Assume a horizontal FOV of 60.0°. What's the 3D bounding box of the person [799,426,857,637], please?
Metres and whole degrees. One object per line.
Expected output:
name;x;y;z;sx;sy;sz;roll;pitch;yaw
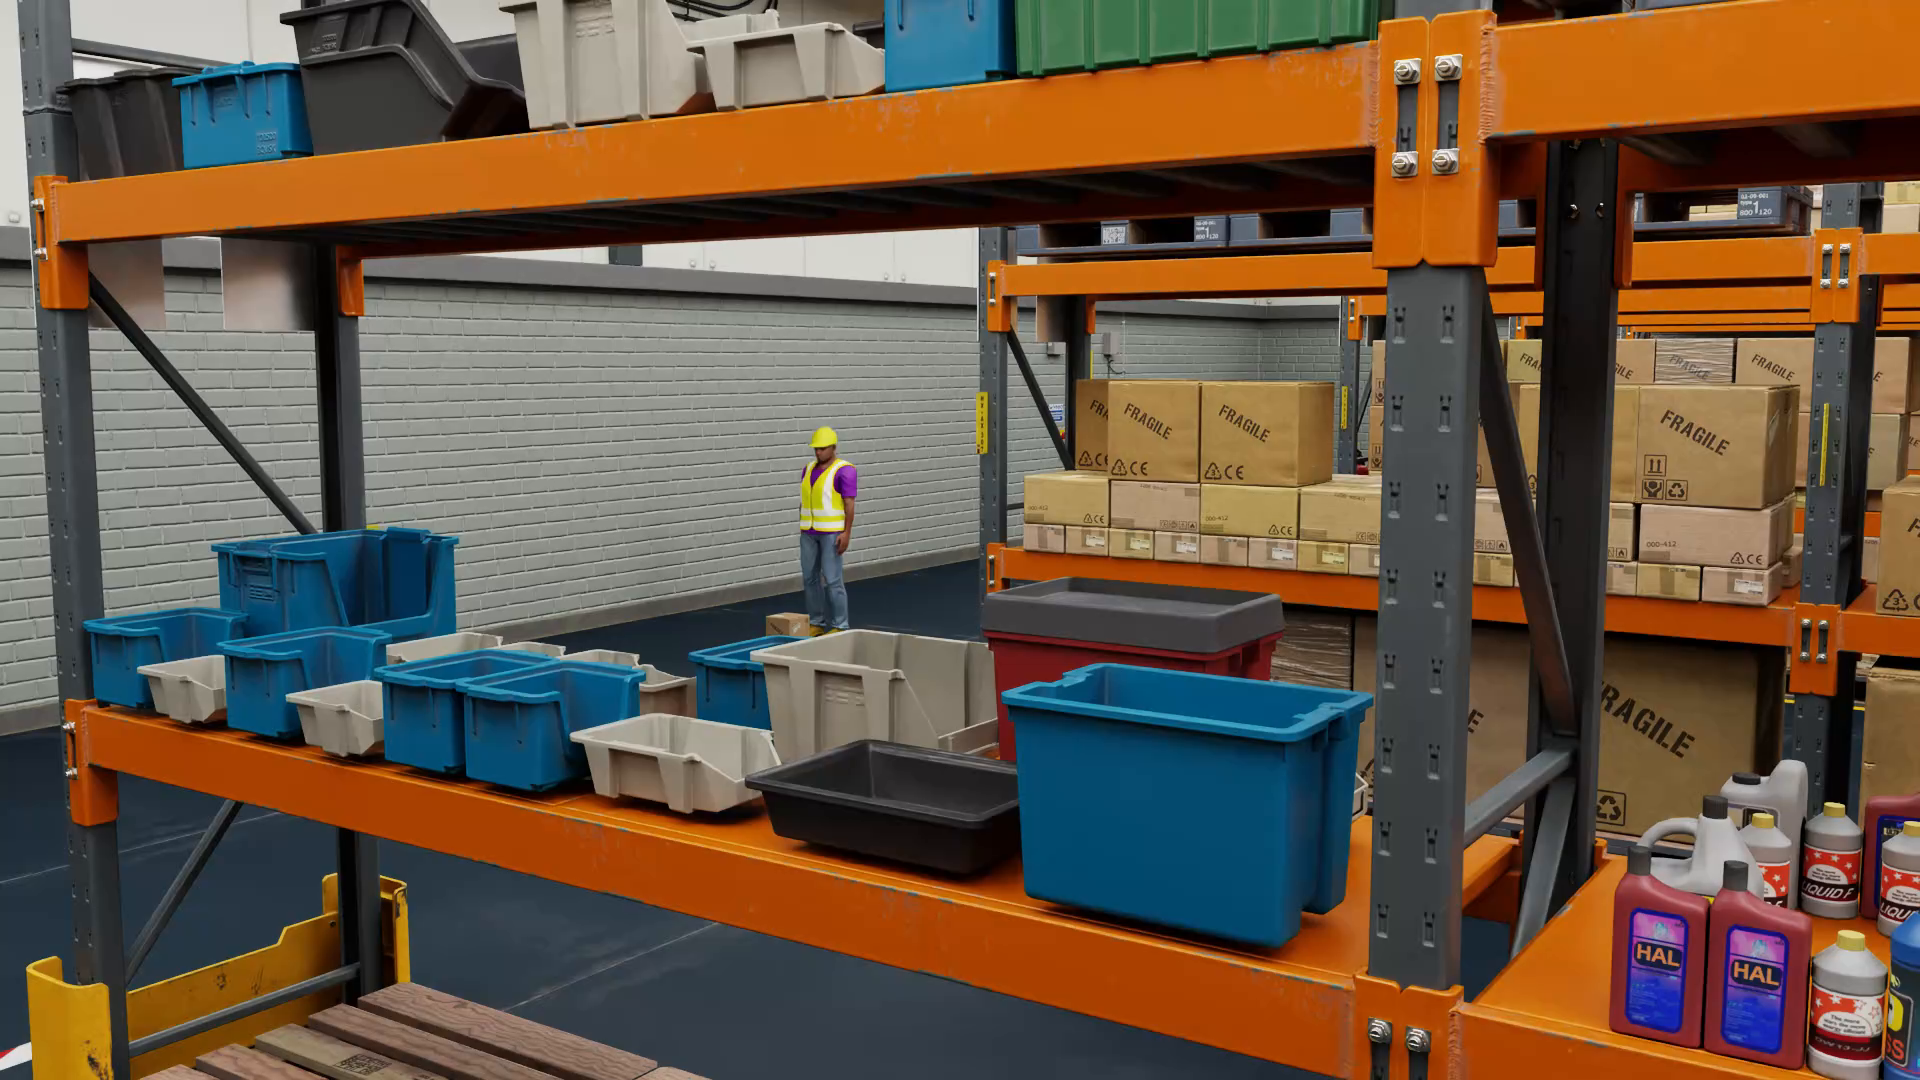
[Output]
person;-1.111;-0.061;13.742;0.566;1.761;0.366;4;8;35
